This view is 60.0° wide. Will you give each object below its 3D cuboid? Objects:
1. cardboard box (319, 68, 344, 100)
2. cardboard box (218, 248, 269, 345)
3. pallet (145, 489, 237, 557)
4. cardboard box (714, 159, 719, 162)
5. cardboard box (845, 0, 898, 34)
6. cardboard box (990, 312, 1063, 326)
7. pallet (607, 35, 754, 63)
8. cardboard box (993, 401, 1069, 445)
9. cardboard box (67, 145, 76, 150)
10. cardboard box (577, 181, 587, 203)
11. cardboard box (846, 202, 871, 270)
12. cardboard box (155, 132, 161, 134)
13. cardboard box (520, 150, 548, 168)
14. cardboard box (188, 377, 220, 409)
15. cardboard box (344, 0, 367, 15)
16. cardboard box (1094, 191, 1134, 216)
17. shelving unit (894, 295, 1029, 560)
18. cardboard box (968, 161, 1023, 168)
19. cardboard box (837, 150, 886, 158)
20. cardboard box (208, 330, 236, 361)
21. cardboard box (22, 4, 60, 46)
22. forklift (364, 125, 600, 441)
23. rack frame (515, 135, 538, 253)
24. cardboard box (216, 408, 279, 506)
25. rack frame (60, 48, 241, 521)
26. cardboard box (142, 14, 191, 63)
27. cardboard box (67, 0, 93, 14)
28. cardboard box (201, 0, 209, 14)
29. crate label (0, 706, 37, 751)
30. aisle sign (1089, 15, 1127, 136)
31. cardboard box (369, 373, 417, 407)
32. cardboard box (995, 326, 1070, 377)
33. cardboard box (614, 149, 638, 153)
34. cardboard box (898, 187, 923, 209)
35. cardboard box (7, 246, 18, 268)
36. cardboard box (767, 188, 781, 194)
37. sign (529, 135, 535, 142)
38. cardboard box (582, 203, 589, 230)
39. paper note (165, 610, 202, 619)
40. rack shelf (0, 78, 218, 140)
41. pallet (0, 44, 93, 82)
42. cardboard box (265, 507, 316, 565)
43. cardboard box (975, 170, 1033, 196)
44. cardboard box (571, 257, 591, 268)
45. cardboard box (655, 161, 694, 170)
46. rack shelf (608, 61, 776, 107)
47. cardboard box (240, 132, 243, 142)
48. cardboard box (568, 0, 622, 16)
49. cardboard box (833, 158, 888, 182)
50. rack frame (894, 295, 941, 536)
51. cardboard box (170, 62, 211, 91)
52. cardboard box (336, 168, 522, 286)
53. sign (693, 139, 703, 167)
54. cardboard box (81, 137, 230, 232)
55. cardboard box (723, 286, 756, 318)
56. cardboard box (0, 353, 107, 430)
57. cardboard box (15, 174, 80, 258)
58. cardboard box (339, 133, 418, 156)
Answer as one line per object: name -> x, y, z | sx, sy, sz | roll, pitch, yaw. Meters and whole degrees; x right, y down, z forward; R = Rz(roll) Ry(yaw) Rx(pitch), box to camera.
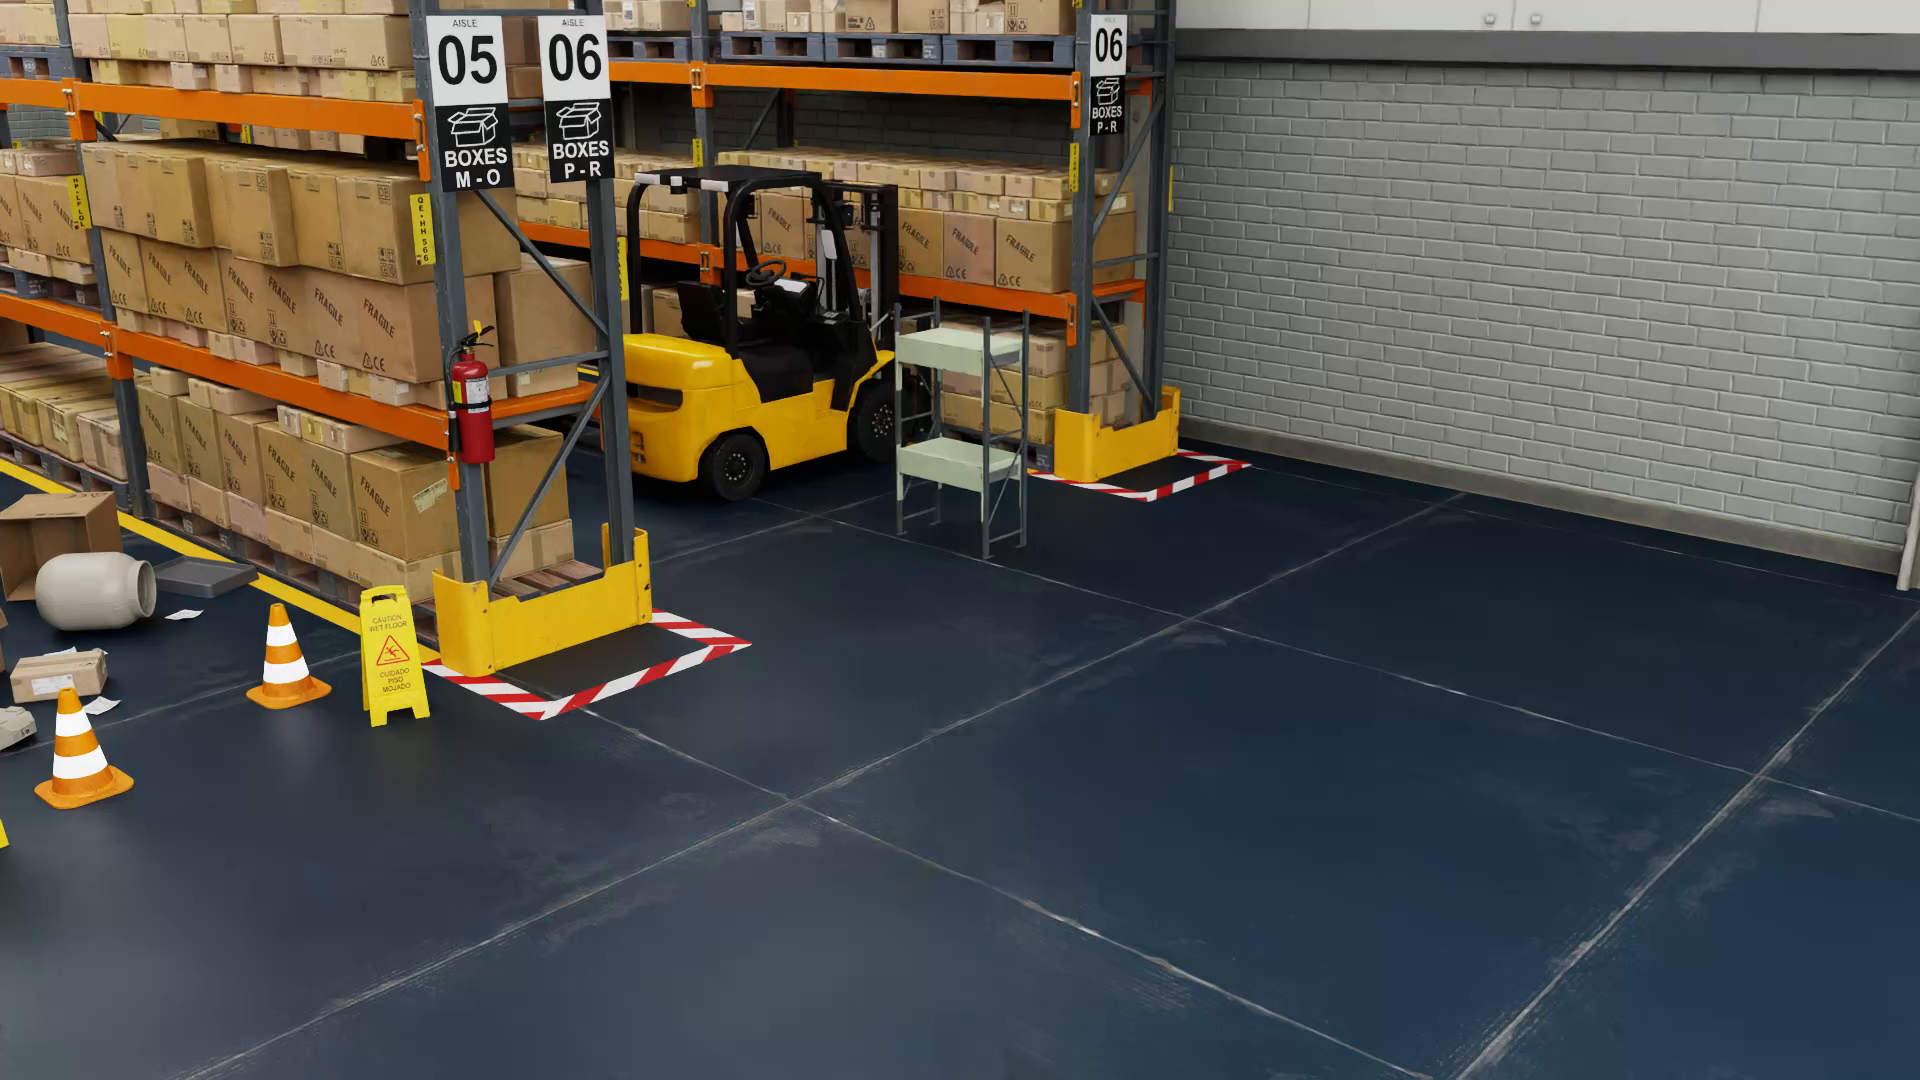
cardboard box -> -2.975, -2.299, 8.355 | 0.250, 0.149, 0.380 | 16, 24, 41
cardboard box -> -3.838, -1.422, 9.478 | 0.500, 0.500, 0.500 | 15, 23, 40
pallet -> -4.605, -0.225, 10.971 | 1.213, 0.211, 1.003 | 15, 23, 39
cardboard box -> -2.125, -3.346, 14.959 | 0.250, 0.149, 0.380 | 14, 22, 37
cardboard box -> -0.452, -4.116, 12.634 | 0.637, 0.503, 0.797 | 16, 24, 41
cardboard box -> 0.543, -1.606, 12.913 | 0.500, 0.250, 0.500 | 15, 23, 39
pallet -> -2.507, -4.317, 14.614 | 1.217, 0.209, 0.805 | 14, 22, 37
cardboard box -> 0.592, -0.914, 12.383 | 0.500, 0.250, 0.500 | 15, 23, 40
cardboard box -> -6.128, -2.749, 11.890 | 0.250, 0.149, 0.380 | 17, 24, 42
cardboard box -> -3.144, -3.218, 15.213 | 0.500, 0.250, 0.500 | 16, 23, 40
cardboard box -> -0.538, -2.396, 13.037 | 0.500, 0.500, 0.500 | 15, 23, 40
cardboard box -> -10.294, -5.252, 21.957 | 0.500, 0.250, 0.500 | 16, 24, 41
cardboard box -> -3.966, -3.641, 15.889 | 0.250, 0.149, 0.380 | 15, 23, 40
cardboard box -> -4.429, -0.916, 10.078 | 0.250, 0.149, 0.380 | 16, 24, 41
cardboard box -> -2.755, -2.629, 8.076 | 0.250, 0.149, 0.380 | 16, 23, 40
cardboard box -> 1.072, -2.485, 12.245 | 0.250, 0.149, 0.380 | 14, 23, 38
shelving unit -> 0.005, -0.714, 10.381 | 0.755, 1.500, 0.431 | 15, 23, 39
cardboard box -> 0.275, -2.826, 12.828 | 0.250, 0.149, 0.380 | 16, 24, 41
cardboard box -> -0.804, -3.161, 13.885 | 0.250, 0.149, 0.380 | 14, 23, 38
cardboard box -> -4.157, -1.166, 9.743 | 0.250, 0.149, 0.380 | 15, 23, 40
cardboard box -> -5.664, -3.324, 10.720 | 0.500, 0.250, 0.500 | 14, 23, 38
forklift -> -3.764, -2.243, 12.835 | 3.031, 2.935, 1.130 | 15, 23, 39
rack frame -> -4.830, -3.608, 17.020 | 0.127, 3.000, 1.000 | 15, 23, 39
cardboard box -> -4.074, -0.539, 9.962 | 0.500, 0.500, 0.500 | 17, 24, 42
rack frame -> -5.131, -1.681, 10.949 | 0.127, 3.000, 1.000 | 15, 23, 39
cardboard box -> -4.225, -2.825, 9.353 | 0.500, 0.250, 0.500 | 15, 23, 40
cardboard box -> -5.112, -3.234, 9.980 | 0.250, 0.149, 0.380 | 15, 23, 38
cardboard box -> -3.894, -2.940, 9.056 | 0.250, 0.149, 0.380 | 16, 23, 40
crate label -> -4.428, 0.868, 7.650 | 0.298, 0.136, 0.250 | 4, 18, 11
aisle sign -> 1.007, -3.161, 11.315 | 0.004, 0.787, 0.394 | 15, 23, 39
cardboard box -> -2.824, -0.810, 8.621 | 0.250, 0.149, 0.380 | 15, 23, 39
cardboard box -> 0.602, -1.389, 12.229 | 0.500, 0.250, 0.500 | 16, 24, 41
cardboard box -> -3.292, -3.641, 15.888 | 0.250, 0.149, 0.380 | 16, 24, 41
cardboard box -> -0.268, -2.616, 12.659 | 0.250, 0.149, 0.380 | 15, 23, 40
cardboard box -> -6.452, -2.010, 11.708 | 0.250, 0.149, 0.380 | 15, 23, 39
cardboard box -> -1.367, -2.940, 13.679 | 0.250, 0.149, 0.380 | 15, 23, 39
sign -> -4.464, -4.286, 17.243 | 0.005, 0.325, 0.100 | 15, 23, 39
cardboard box -> -3.120, -2.981, 15.295 | 0.500, 0.250, 0.500 | 15, 23, 40
paper note -> -4.321, 0.411, 9.267 | 0.148, 0.019, 0.142 | 7, 19, 21
rack shelf -> -6.626, -3.169, 11.869 | 4.000, 0.370, 1.077 | 15, 23, 39
pallet -> -5.522, -3.169, 10.990 | 1.003, 0.211, 1.213 | 15, 23, 39
cardboard box -> -3.699, -0.078, 9.750 | 0.500, 0.250, 0.500 | 14, 22, 37
cardboard box -> 0.327, -2.613, 12.157 | 0.250, 0.149, 0.380 | 16, 23, 40
cardboard box -> -3.879, -2.418, 16.504 | 0.625, 0.625, 0.875 | 16, 24, 41
cardboard box -> -2.447, -3.227, 14.585 | 0.250, 0.149, 0.380 | 15, 23, 38
rack shelf -> -3.335, -4.293, 15.410 | 4.000, 0.370, 1.077 | 15, 23, 39
cardboard box -> -8.759, -5.198, 20.547 | 0.500, 0.500, 0.500 | 14, 23, 38
cardboard box -> -3.116, -4.684, 14.740 | 0.500, 0.311, 0.500 | 14, 22, 37
cardboard box -> -0.781, -2.931, 13.160 | 0.250, 0.149, 0.380 | 15, 23, 39
rack frame -> -0.269, -0.787, 10.612 | 0.023, 1.500, 0.400 | 15, 23, 39
cardboard box -> -4.154, -2.594, 9.283 | 0.250, 0.149, 0.380 | 14, 23, 38
cardboard box -> -2.666, -1.597, 8.374 | 0.500, 0.500, 0.700 | 14, 23, 38
sign -> -2.192, -3.194, 13.933 | 0.005, 0.325, 0.100 | 15, 23, 39
cardboard box -> -4.945, -2.209, 10.304 | 0.500, 0.500, 0.700 | 15, 23, 39
cardboard box -> -1.685, -2.002, 14.161 | 0.500, 0.250, 0.500 | 15, 23, 38
cardboard box -> -7.149, -1.169, 12.988 | 0.625, 0.372, 0.950 | 14, 23, 38
cardboard box -> -6.000, -2.210, 11.266 | 0.500, 0.500, 0.500 | 15, 23, 40
cardboard box -> -6.174, -4.143, 17.842 | 0.637, 0.503, 0.797 | 14, 23, 38
